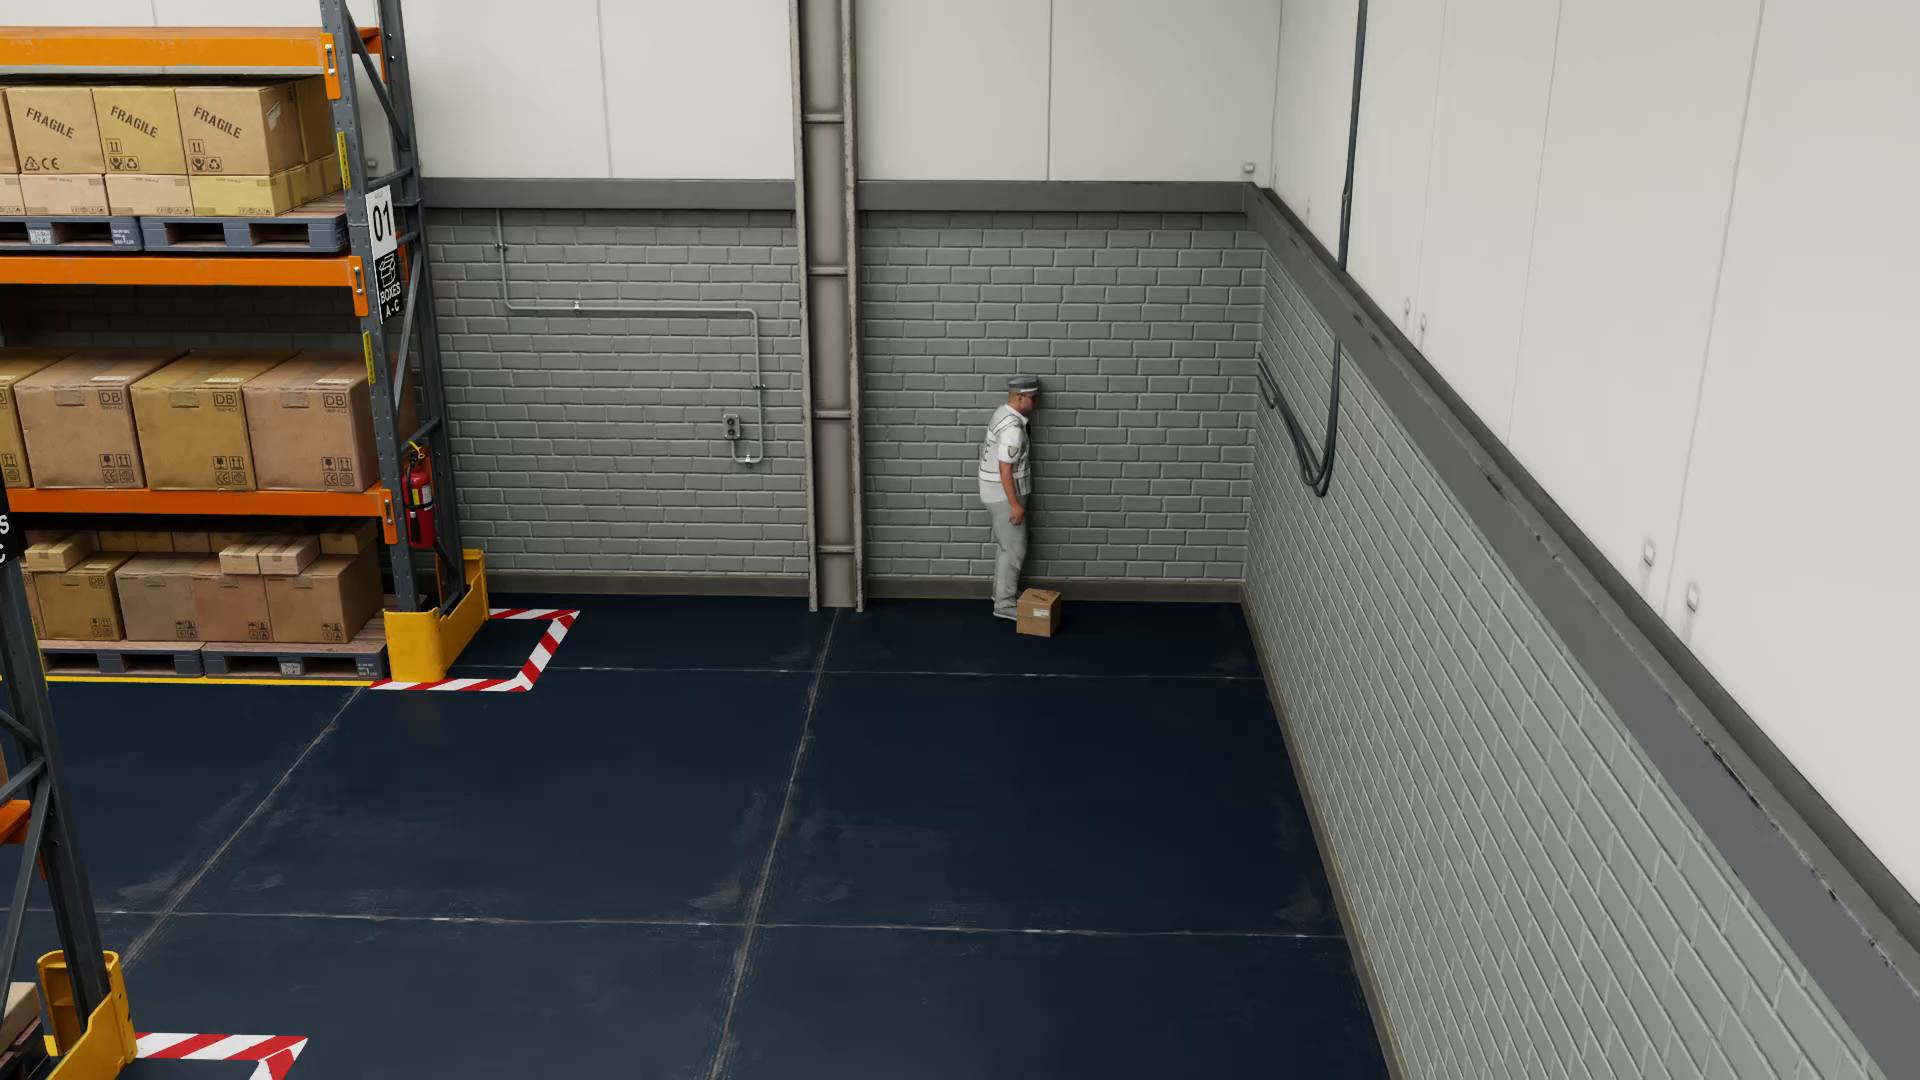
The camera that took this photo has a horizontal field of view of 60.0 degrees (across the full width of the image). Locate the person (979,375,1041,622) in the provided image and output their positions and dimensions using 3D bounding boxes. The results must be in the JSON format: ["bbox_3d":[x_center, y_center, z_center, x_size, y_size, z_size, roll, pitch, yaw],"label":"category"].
[{"bbox_3d":[0.352,-0.325,11.932,0.435,1.748,0.592,0,21,1],"label":"person"}]
